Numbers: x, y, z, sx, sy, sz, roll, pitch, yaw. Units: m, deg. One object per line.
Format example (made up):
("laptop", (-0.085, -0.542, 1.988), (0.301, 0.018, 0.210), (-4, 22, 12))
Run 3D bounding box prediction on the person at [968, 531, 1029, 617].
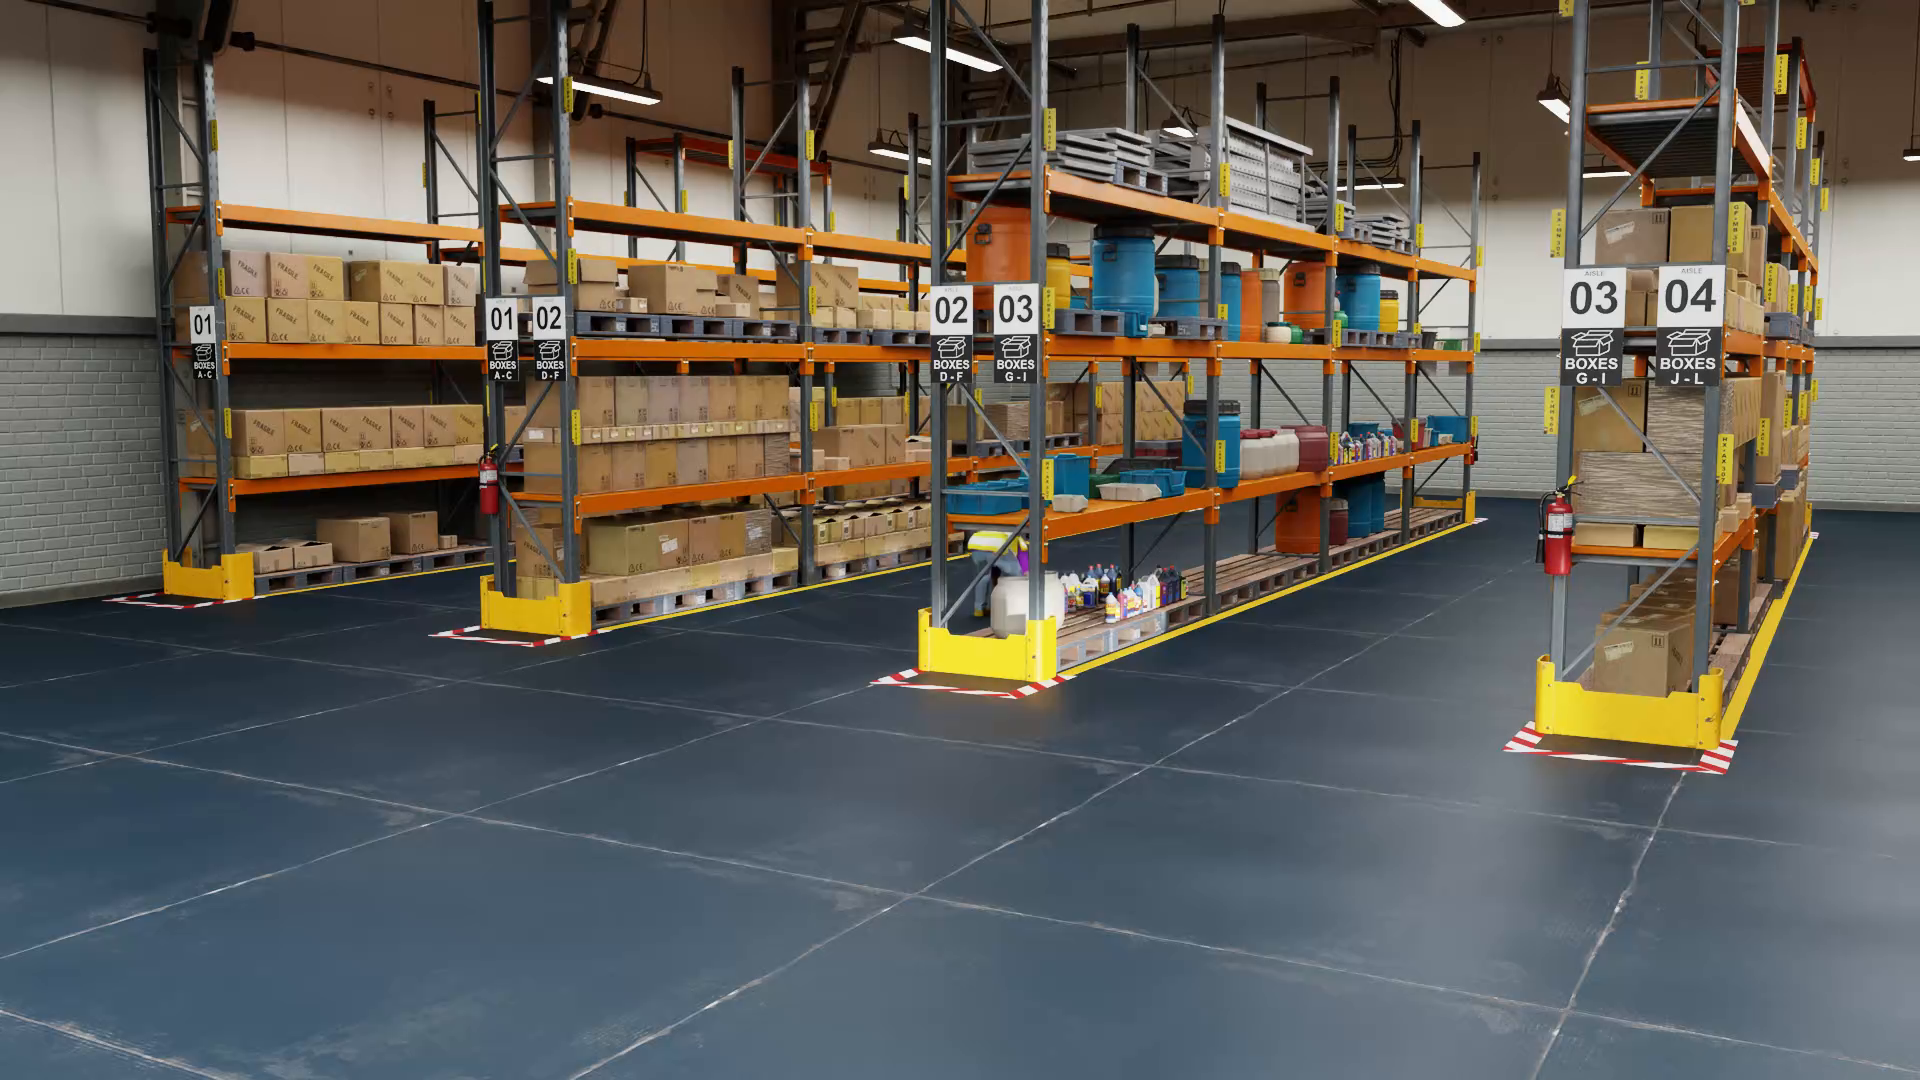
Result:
("person", (0.419, 0.303, 17.173), (0.501, 0.924, 0.975), (3, 7, 26))
